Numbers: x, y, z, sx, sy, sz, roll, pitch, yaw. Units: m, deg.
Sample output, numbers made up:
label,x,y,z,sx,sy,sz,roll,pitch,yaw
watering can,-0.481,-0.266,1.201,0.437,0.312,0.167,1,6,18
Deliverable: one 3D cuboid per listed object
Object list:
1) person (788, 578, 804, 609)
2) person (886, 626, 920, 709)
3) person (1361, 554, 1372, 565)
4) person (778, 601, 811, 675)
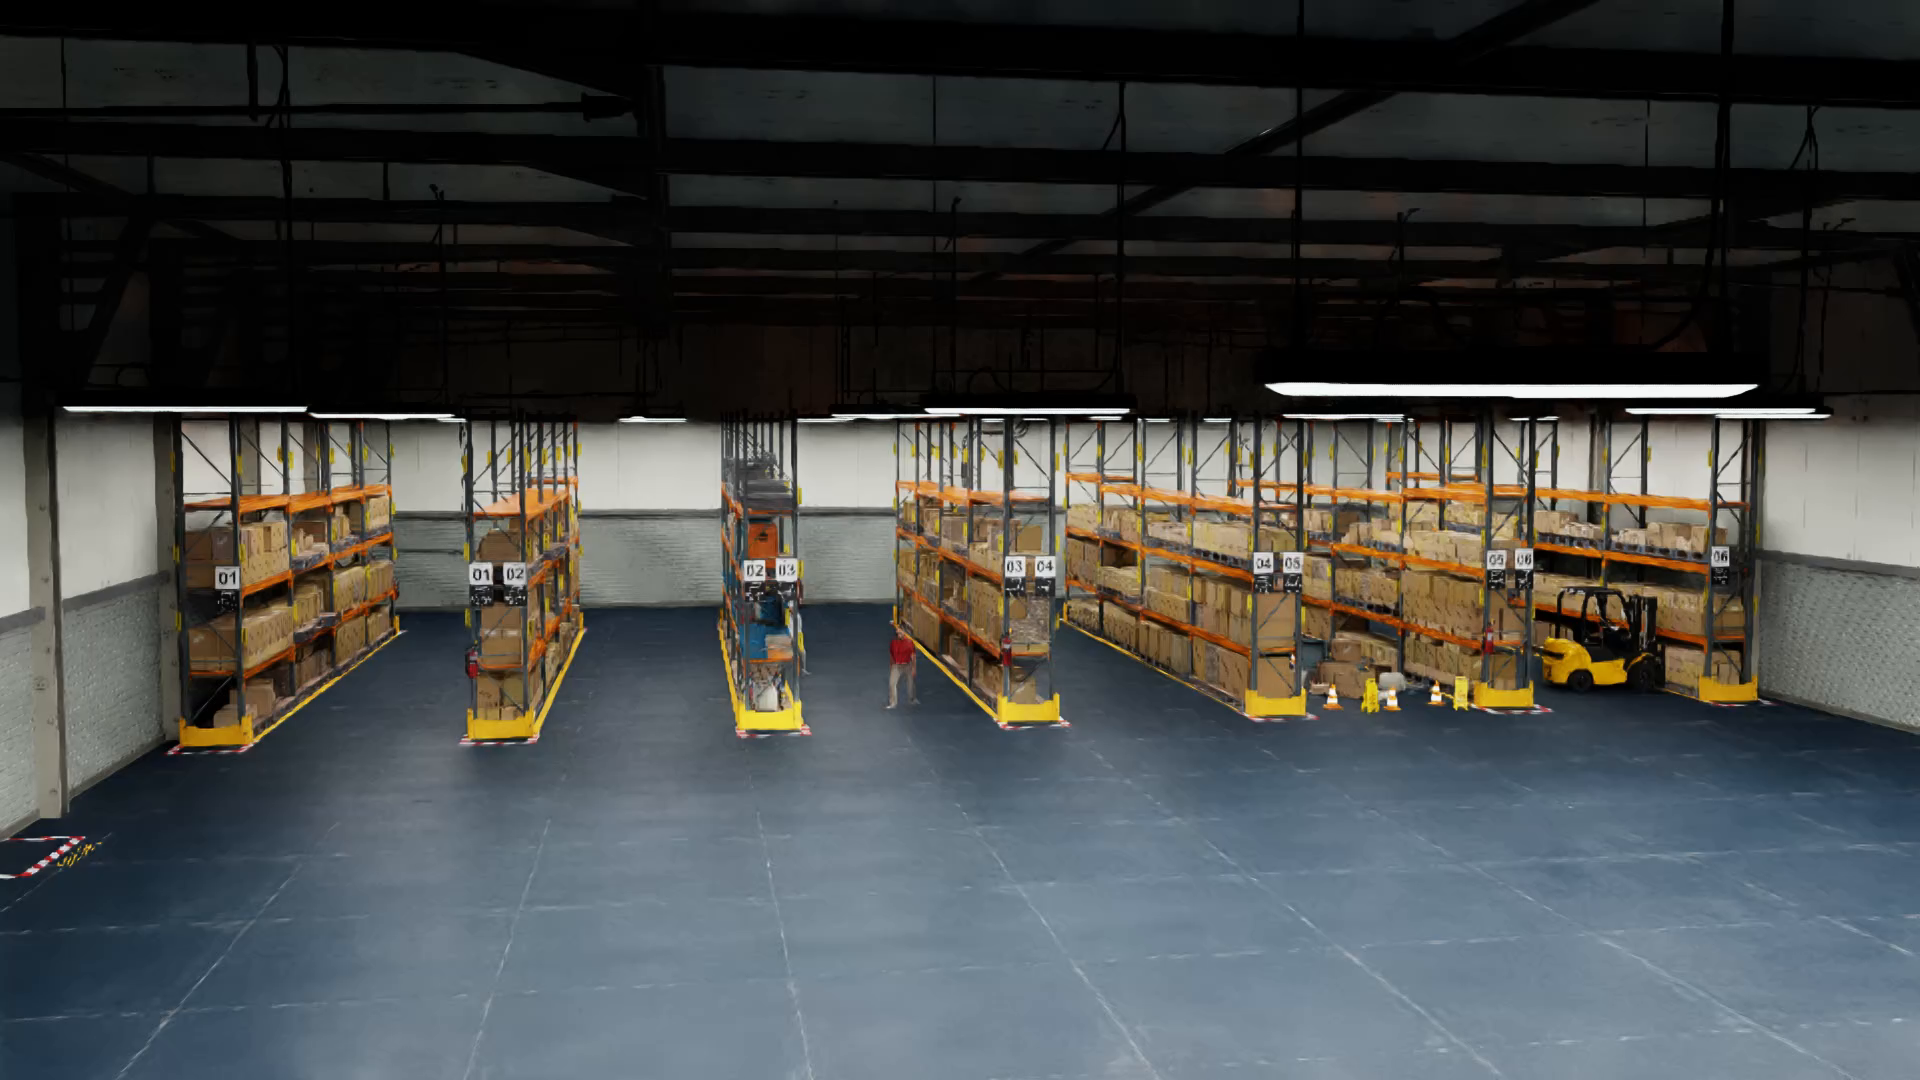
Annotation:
label,x,y,z,sx,sy,sz,roll,pitch,yaw
person,-4.680,1.661,45.918,0.729,1.733,0.546,-1,4,-11
person,-1.154,2.552,33.497,0.584,1.665,0.978,1,4,12
person,12.765,1.258,52.186,0.677,1.657,0.497,-3,5,-39
person,-3.841,2.218,37.905,0.674,1.717,0.845,-2,4,-26
